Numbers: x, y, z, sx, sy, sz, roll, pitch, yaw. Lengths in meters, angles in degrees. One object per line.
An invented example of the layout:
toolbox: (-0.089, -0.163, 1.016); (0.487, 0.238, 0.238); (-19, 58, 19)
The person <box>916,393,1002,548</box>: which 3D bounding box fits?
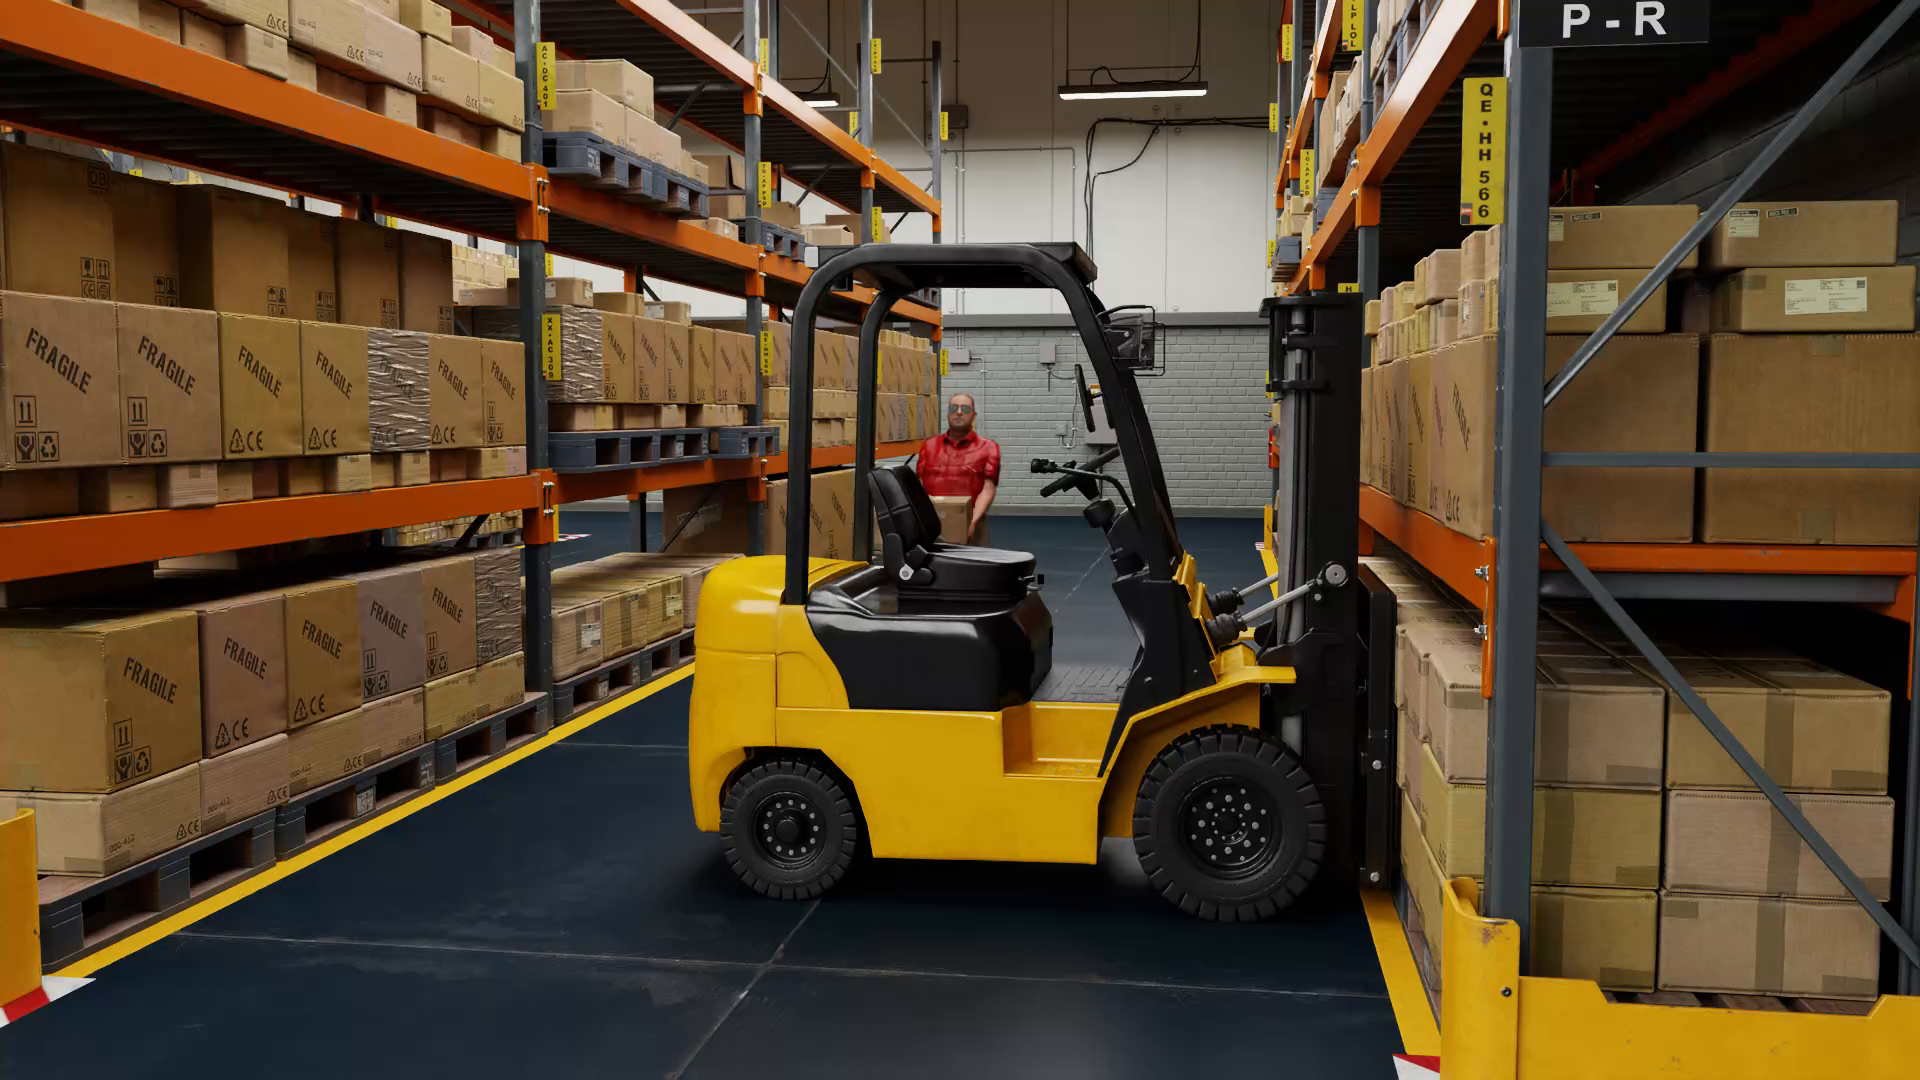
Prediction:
person: (-0.033, 0.008, 9.655); (0.501, 1.722, 0.527); (1, 5, 13)
